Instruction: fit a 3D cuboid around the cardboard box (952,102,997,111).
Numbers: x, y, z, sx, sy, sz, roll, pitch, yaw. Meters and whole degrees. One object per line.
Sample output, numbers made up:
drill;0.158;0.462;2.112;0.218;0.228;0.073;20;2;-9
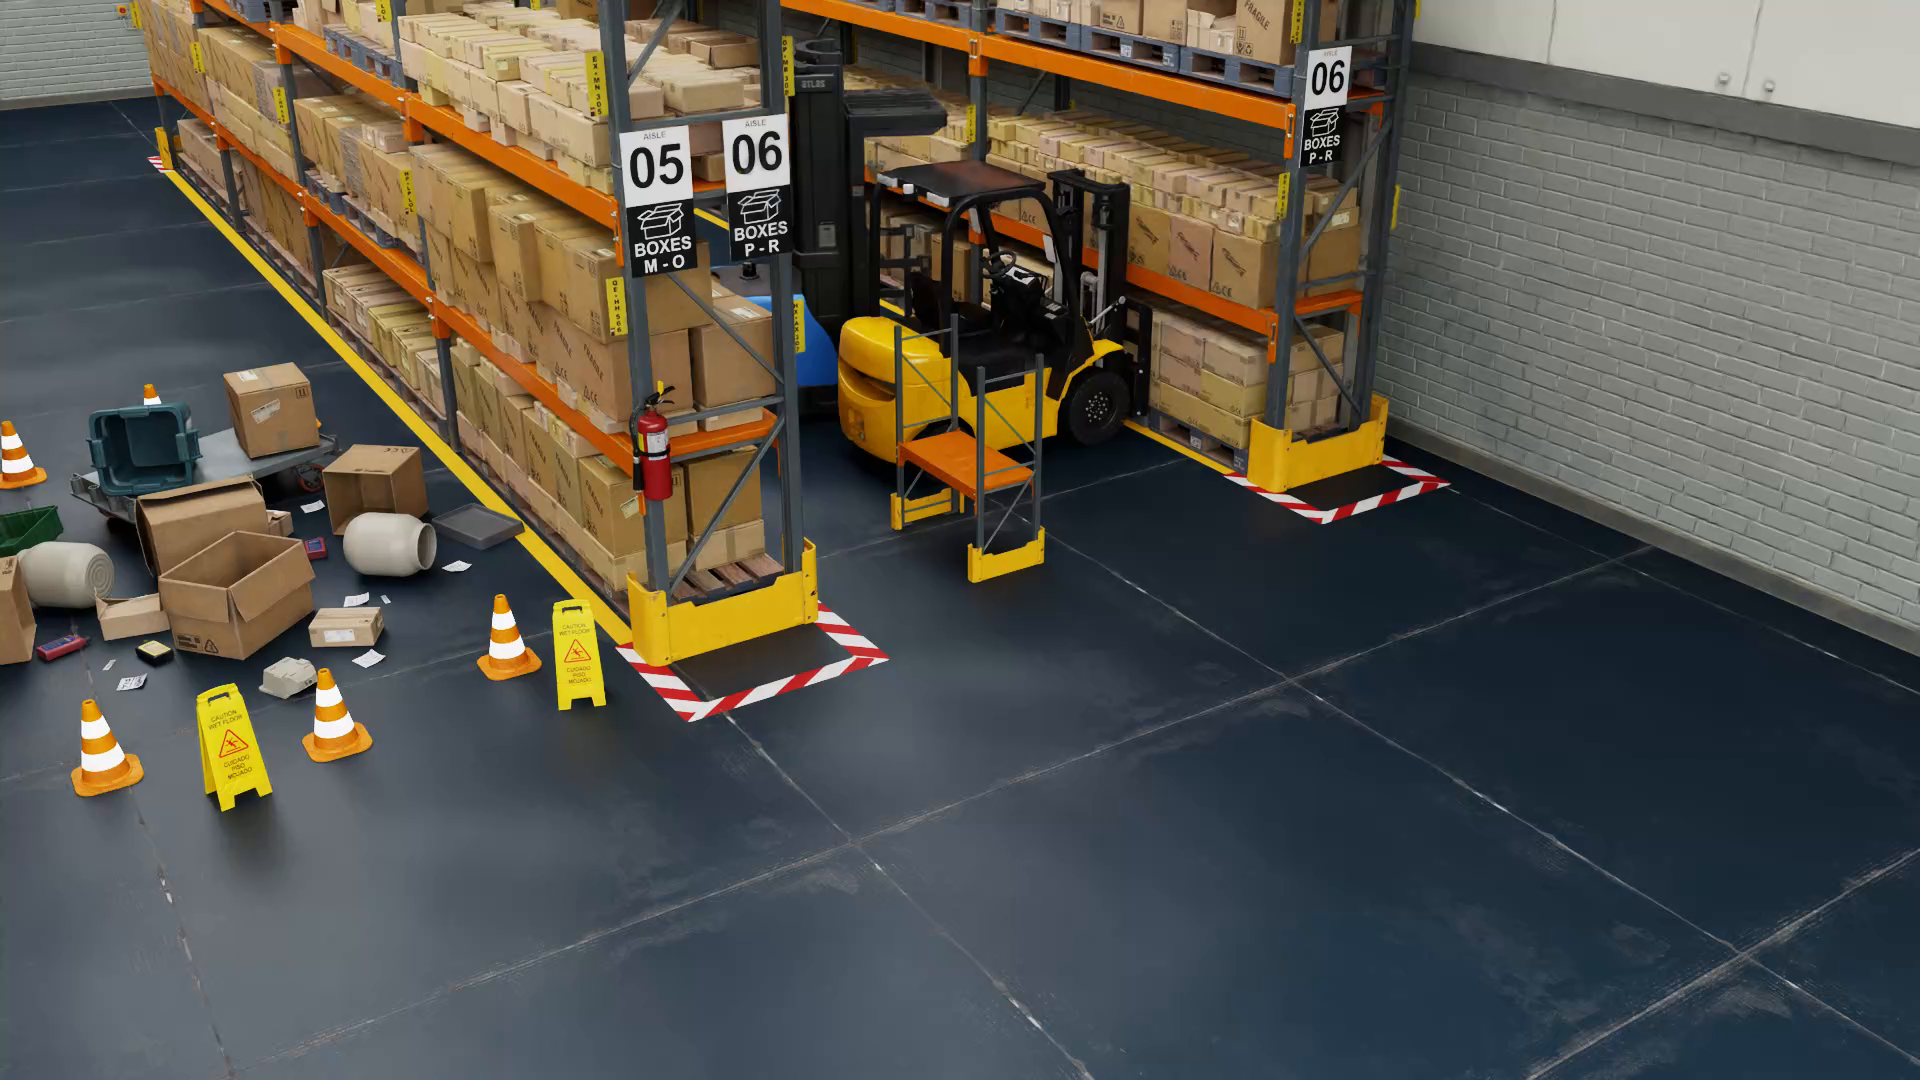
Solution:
cardboard box;0.143;-4.135;16.081;0.380;0.149;0.250;-16;30;-30

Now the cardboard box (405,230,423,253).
cardboard box;-4.119;-2.374;13.031;0.380;0.149;0.250;-15;29;-29

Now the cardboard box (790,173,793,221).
cardboard box;-2.045;-3.928;18.955;0.500;0.500;0.500;-15;29;-28

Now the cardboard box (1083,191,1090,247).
cardboard box;1.149;-2.799;14.010;0.500;0.500;0.500;-16;30;-30

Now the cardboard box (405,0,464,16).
cardboard box;-4.030;-4.061;12.385;0.500;0.250;0.500;-15;29;-28

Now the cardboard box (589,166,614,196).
cardboard box;-1.852;-2.053;9.328;0.380;0.149;0.250;-15;29;-29

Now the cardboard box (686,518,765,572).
cardboard box;-1.632;-0.047;11.028;0.500;0.250;0.500;-16;30;-30

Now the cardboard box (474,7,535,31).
cardboard box;-3.251;-3.719;11.924;0.380;0.149;0.250;-15;29;-29

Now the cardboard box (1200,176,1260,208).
cardboard box;2.035;-2.626;12.536;0.380;0.149;0.250;-15;29;-28

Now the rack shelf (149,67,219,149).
rack shelf;-9.066;-5.430;20.543;1.077;0.370;4.000;-16;29;-30

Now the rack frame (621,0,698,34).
rack frame;-3.817;-6.198;21.328;1.000;3.000;0.127;-16;29;-30

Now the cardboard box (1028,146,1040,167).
cardboard box;0.812;-3.321;14.356;0.380;0.149;0.250;-16;29;-30

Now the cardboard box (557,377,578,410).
cardboard box;-2.326;-0.964;10.536;0.380;0.149;0.250;-15;29;-29

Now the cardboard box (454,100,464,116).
cardboard box;-3.215;-2.984;11.301;0.380;0.149;0.250;-15;29;-28

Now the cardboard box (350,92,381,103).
cardboard box;-5.309;-3.881;15.462;0.500;0.500;0.500;-17;30;-31

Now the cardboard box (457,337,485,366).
cardboard box;-3.493;-1.425;12.307;0.380;0.149;0.250;-15;29;-29

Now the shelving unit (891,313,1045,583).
shelving unit;0.042;-0.651;11.334;0.587;1.500;1.083;-16;29;-30

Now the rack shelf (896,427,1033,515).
rack shelf;0.047;-0.485;11.404;0.538;0.185;1.000;-16;29;-30

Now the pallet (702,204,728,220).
pallet;-2.672;-4.218;20.400;1.003;0.211;1.213;-16;29;-30

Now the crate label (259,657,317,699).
crate label;-3.964;0.807;9.842;0.298;0.136;0.250;12;28;24

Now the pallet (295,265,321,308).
pallet;-6.158;-2.648;17.074;1.003;0.211;1.213;-16;29;-30

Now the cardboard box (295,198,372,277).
cardboard box;-6.098;-3.105;16.772;0.875;0.875;0.875;-16;30;-30

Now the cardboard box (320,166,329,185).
cardboard box;-5.532;-3.308;15.009;0.380;0.149;0.250;-18;31;-33

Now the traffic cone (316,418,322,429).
traffic cone;-5.457;-1.148;13.603;0.336;0.463;0.334;-16;29;-30

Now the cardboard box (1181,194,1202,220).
cardboard box;1.929;-2.586;12.799;0.380;0.149;0.250;-16;30;-30

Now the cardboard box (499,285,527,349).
cardboard box;-2.751;-1.603;11.129;0.500;0.500;0.500;-15;29;-29

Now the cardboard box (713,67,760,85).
cardboard box;-2.481;-5.191;18.879;0.500;0.250;0.500;-17;30;-32

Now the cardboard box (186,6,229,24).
cardboard box;-8.409;-5.866;18.577;0.380;0.149;0.250;-16;30;-31

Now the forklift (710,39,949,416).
forklift;-0.634;-2.578;13.740;3.031;2.935;1.130;-4;26;-9

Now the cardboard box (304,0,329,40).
cardboard box;-5.281;-4.669;14.459;0.700;0.500;0.500;-16;29;-30

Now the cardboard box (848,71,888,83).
cardboard box;-0.960;-4.862;17.621;0.380;0.149;0.250;-16;29;-30

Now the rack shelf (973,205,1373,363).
rack shelf;1.642;-2.296;13.905;1.077;0.370;4.000;-16;29;-30

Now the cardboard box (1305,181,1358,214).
cardboard box;2.729;-2.549;12.372;0.380;0.149;0.250;-16;30;-31

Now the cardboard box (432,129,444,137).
cardboard box;-4.247;-3.457;13.803;0.380;0.149;0.250;-14;29;-27

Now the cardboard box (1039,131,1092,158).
cardboard box;0.895;-3.349;14.067;0.380;0.149;0.250;-15;29;-28

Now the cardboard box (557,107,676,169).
cardboard box;-1.928;-2.291;9.365;0.500;0.250;0.500;-16;30;-30

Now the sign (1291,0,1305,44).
sign;2.271;-3.505;11.166;0.100;0.325;0.005;-16;29;-30

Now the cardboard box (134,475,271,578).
cardboard box;-5.021;-0.051;11.072;0.797;0.637;0.503;-16;29;-30

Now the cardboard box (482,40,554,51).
cardboard box;-2.791;-3.056;10.519;0.380;0.149;0.250;-15;29;-29

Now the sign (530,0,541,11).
sign;-3.156;-3.898;12.336;0.100;0.325;0.005;-16;29;-30

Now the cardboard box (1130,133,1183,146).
cardboard box;1.649;-3.300;13.964;0.380;0.149;0.250;-16;30;-30

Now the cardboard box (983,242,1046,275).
cardboard box;0.551;-2.489;15.029;0.500;0.250;0.500;-16;30;-30

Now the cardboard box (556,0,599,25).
cardboard box;-5.160;-7.273;22.554;0.500;0.500;0.500;-15;29;-28

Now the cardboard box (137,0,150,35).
cardboard box;-10.134;-6.730;21.166;0.500;0.500;0.500;-16;30;-31

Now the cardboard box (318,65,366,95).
cardboard box;-5.855;-4.340;16.103;0.500;0.500;0.500;-17;30;-31

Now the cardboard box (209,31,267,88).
cardboard box;-7.674;-5.137;17.793;0.500;0.500;0.500;-16;29;-30

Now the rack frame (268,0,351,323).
rack frame;-5.791;-3.609;15.844;1.000;3.000;0.127;-16;29;-30

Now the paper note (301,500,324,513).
paper note;-4.747;-0.249;12.203;0.148;0.019;0.142;-16;29;-30

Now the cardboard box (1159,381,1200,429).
cardboard box;1.949;-1.127;13.315;0.500;0.250;0.500;-16;29;-30

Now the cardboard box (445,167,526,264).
cardboard box;-3.036;-2.229;11.283;0.700;0.500;0.500;-16;30;-31

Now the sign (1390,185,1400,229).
sign;3.202;-2.460;12.303;0.100;0.325;0.005;-16;29;-30

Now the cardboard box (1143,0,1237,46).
cardboard box;1.812;-4.034;12.503;0.700;0.500;0.500;-15;29;-29

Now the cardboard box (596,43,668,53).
cardboard box;-2.046;-3.002;10.404;0.380;0.149;0.250;-15;29;-28

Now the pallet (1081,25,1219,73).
pallet;1.699;-3.918;13.088;1.003;0.211;1.213;-16;29;-30

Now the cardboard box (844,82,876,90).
cardboard box;-1.082;-4.569;16.999;0.380;0.149;0.250;-15;29;-29

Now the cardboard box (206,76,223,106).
cardboard box;-7.970;-4.975;18.327;0.500;0.250;0.500;-16;30;-31

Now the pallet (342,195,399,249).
pallet;-4.676;-2.824;14.405;1.003;0.211;1.213;-16;29;-30
